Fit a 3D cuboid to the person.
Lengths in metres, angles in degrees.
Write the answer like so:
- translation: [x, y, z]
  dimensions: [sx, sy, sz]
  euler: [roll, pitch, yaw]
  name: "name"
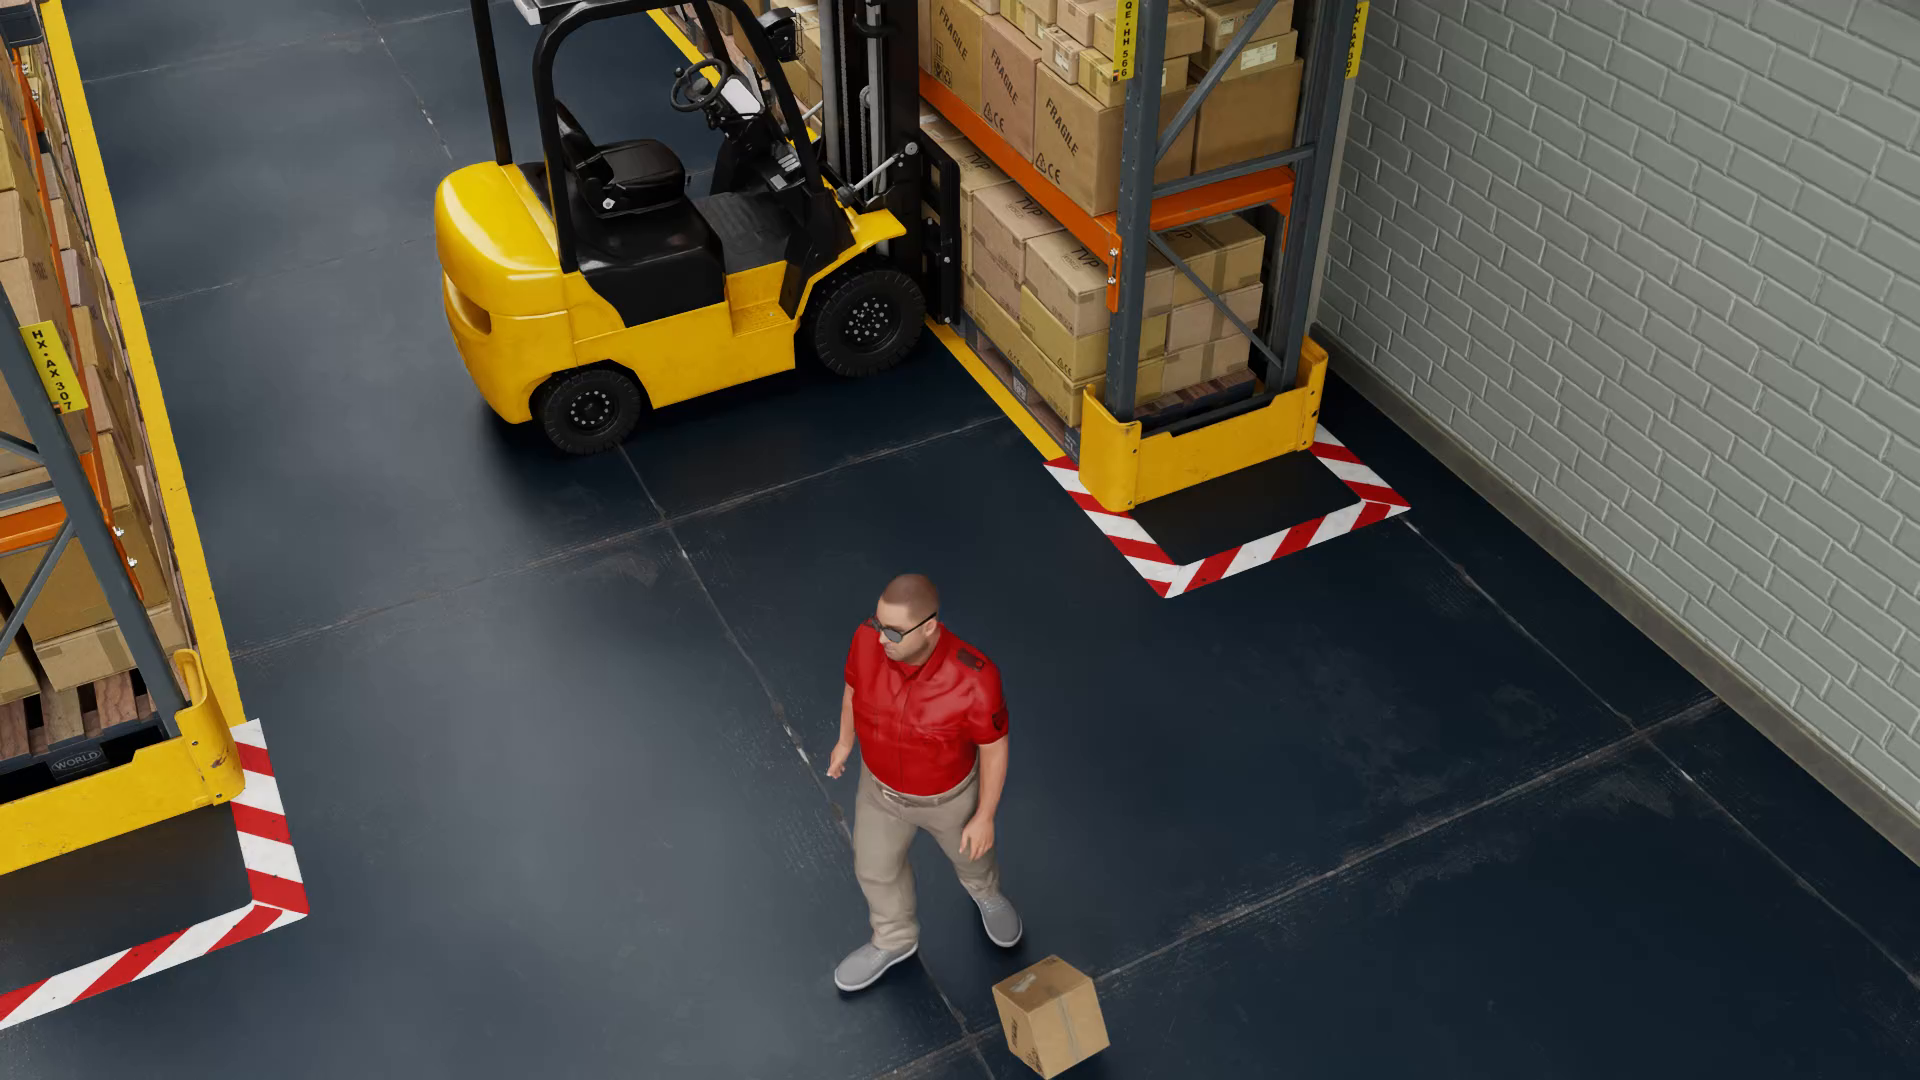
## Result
- translation: [-0.134, 0.755, 5.305]
  dimensions: [0.648, 1.718, 0.639]
  euler: [18, 44, 19]
  name: "person"
